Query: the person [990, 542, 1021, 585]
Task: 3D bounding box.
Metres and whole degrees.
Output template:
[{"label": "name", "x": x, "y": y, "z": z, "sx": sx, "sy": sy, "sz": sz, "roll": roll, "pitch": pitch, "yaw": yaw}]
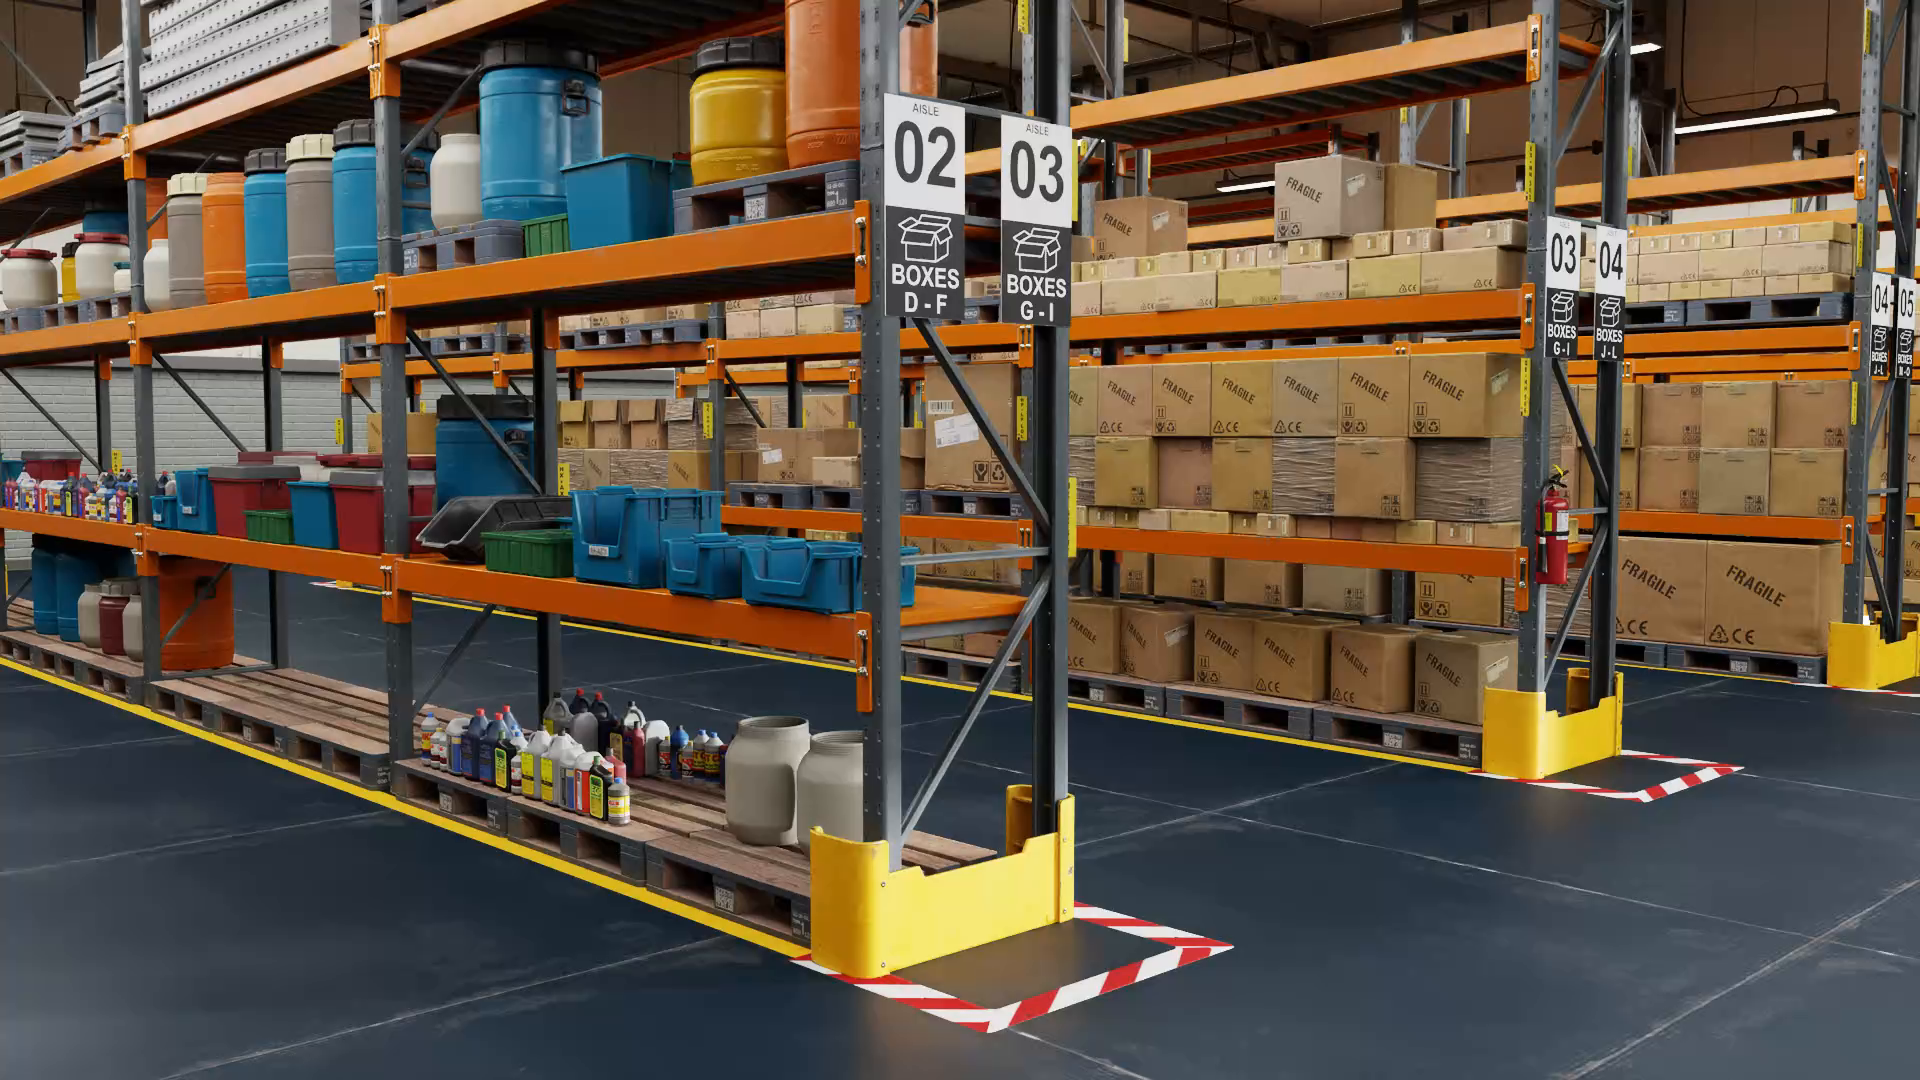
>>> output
[{"label": "person", "x": 0.628, "y": -0.074, "z": 17.794, "sx": 0.677, "sy": 1.770, "sz": 0.594, "roll": -4, "pitch": 5, "yaw": -43}]
